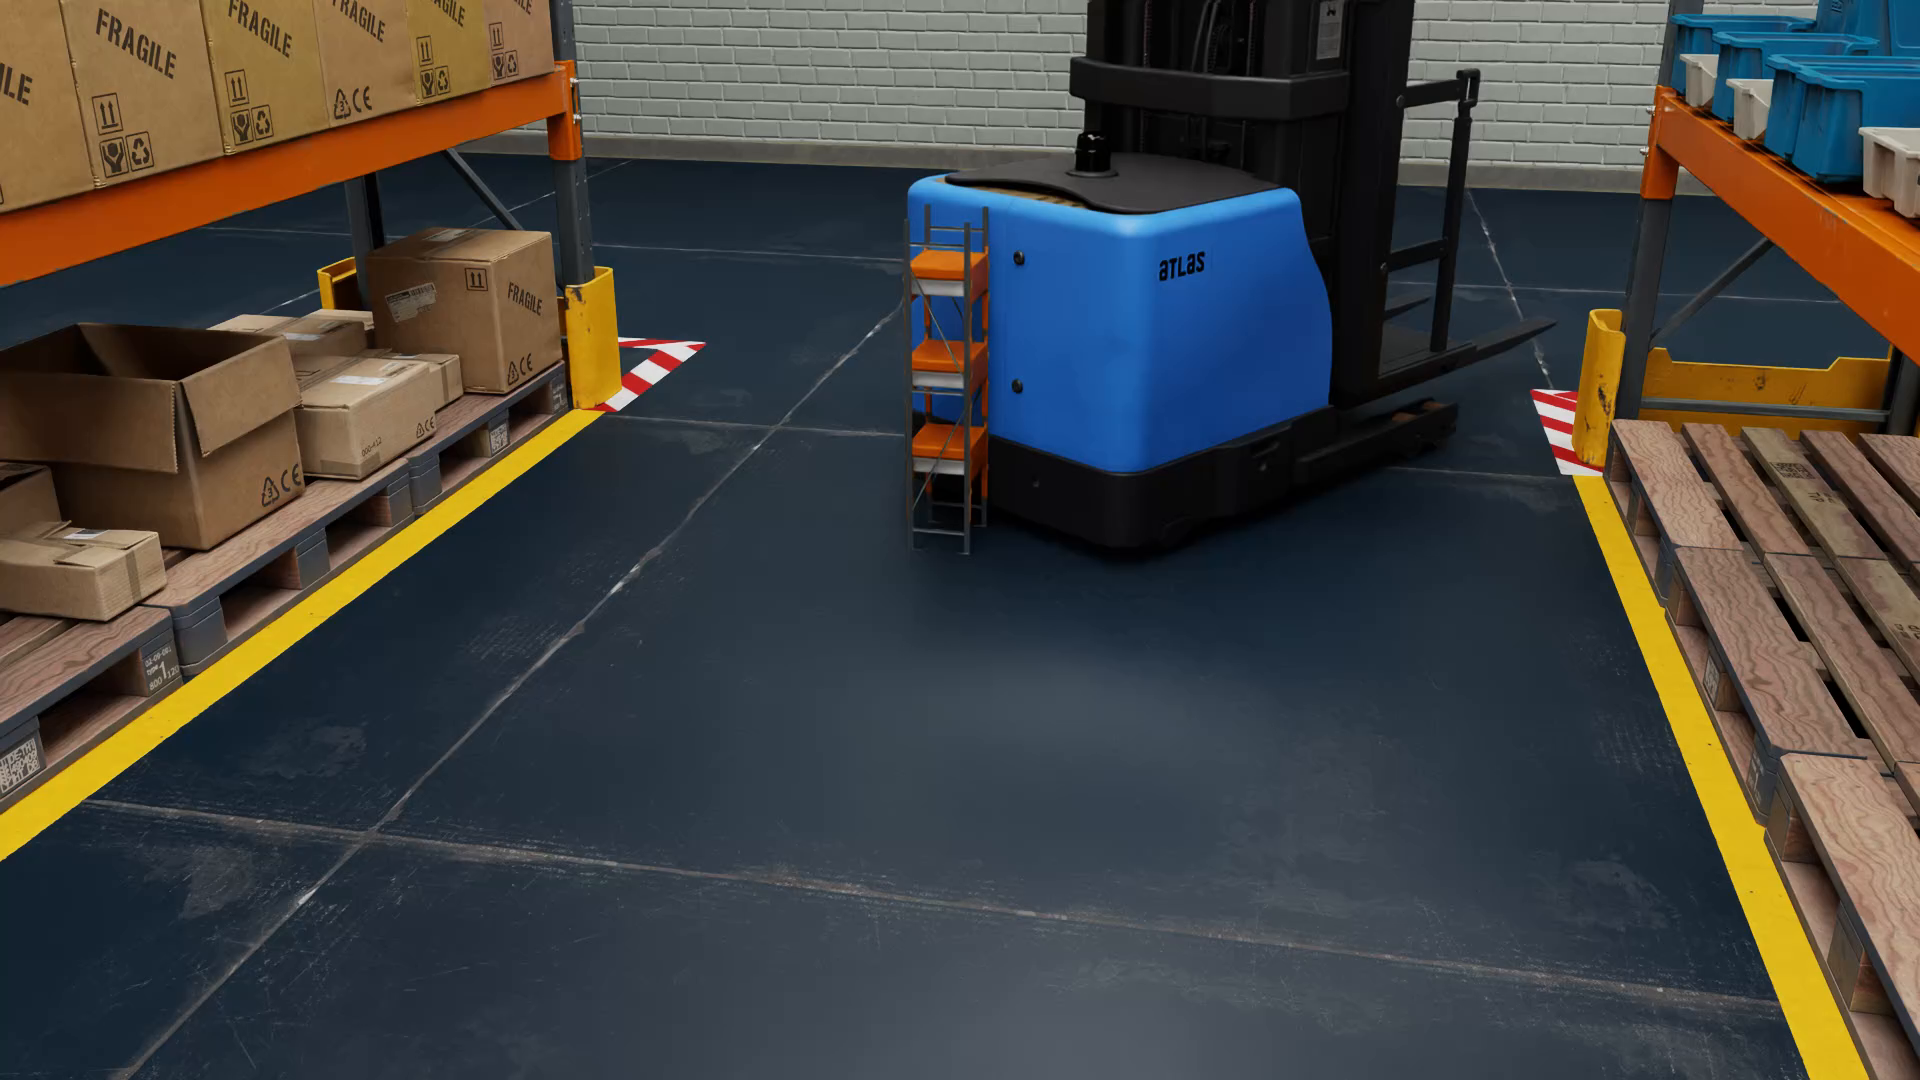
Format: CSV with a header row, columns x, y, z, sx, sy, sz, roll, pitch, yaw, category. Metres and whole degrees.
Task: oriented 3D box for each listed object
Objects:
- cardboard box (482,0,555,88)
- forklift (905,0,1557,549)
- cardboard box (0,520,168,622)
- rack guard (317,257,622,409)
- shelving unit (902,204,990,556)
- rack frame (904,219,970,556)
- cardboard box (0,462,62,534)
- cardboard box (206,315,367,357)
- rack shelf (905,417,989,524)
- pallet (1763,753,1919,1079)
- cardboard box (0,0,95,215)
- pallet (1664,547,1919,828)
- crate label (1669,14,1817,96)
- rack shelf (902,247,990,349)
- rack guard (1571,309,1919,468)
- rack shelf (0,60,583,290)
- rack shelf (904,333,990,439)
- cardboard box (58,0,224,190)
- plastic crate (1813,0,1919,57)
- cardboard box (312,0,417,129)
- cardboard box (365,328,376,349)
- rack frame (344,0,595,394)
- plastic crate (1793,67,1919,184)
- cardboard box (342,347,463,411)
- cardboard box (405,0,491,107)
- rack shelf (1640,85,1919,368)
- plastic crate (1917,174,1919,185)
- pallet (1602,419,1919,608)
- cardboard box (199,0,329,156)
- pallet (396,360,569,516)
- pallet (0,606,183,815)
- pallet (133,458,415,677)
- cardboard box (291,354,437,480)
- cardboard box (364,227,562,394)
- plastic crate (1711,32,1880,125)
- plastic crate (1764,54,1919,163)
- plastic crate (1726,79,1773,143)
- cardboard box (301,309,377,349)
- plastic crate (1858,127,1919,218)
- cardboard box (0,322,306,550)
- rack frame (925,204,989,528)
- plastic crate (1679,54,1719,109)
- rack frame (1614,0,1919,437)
x,y,z,sx,sy,sz,roll,pitch,yaw,category
-1.810,-1.908,5.941,0.500,0.500,0.500,5,23,13,cardboard box
1.224,-1.784,5.860,3.031,2.935,1.130,-20,29,-40,forklift
-2.337,0.073,4.360,0.380,0.166,0.250,4,22,11,cardboard box
-2.000,-0.858,6.816,1.175,0.500,0.348,4,22,11,rack guard
-0.039,-0.491,5.167,0.215,1.050,0.252,5,22,13,shelving unit
-0.067,-0.447,5.057,0.200,1.050,0.008,5,22,13,rack frame
-2.809,-0.044,4.458,0.500,0.311,0.500,4,22,11,cardboard box
-2.475,-0.614,5.955,0.500,0.250,0.500,4,22,11,cardboard box
-0.039,-0.223,5.275,0.215,0.259,0.240,5,22,13,rack shelf
2.159,0.818,3.041,1.003,0.211,1.213,4,22,11,pallet
-2.329,-0.982,3.644,0.500,0.500,0.500,5,22,12,cardboard box
2.406,0.370,4.152,1.003,0.211,1.213,4,22,11,pallet
2.491,-1.552,5.335,0.416,0.233,0.303,4,22,11,crate label
-0.039,-0.744,5.065,0.215,0.259,0.240,5,22,13,rack shelf
2.856,-0.517,5.968,1.175,0.500,0.348,4,22,11,rack guard
-2.393,-0.981,4.736,1.077,0.370,4.000,4,22,11,rack shelf
-0.039,-0.481,5.171,0.215,0.259,0.240,5,22,13,rack shelf
-2.225,-1.165,4.098,0.500,0.500,0.500,4,22,11,cardboard box
2.978,-1.574,5.120,0.616,0.435,0.499,4,22,11,plastic crate
-2.019,-1.536,5.017,0.500,0.500,0.500,5,22,11,cardboard box
-2.458,-0.717,6.323,0.380,0.166,0.250,4,22,11,cardboard box
-1.985,-2.046,6.418,1.000,3.000,0.127,4,22,11,rack frame
2.161,-0.960,3.867,0.416,0.233,0.300,4,22,11,plastic crate
-2.025,-0.577,5.974,0.380,0.166,0.250,4,22,11,cardboard box
-1.912,-1.718,5.469,0.500,0.500,0.500,5,22,11,cardboard box
2.455,-0.602,3.795,1.077,0.370,4.000,4,22,11,rack shelf
2.013,-0.534,2.952,0.437,0.125,0.590,4,22,11,plastic crate
2.657,-0.075,5.256,1.003,0.211,1.213,4,22,11,pallet
-2.122,-1.351,4.560,0.500,0.500,0.500,4,22,10,cardboard box
-2.162,-0.433,6.146,1.003,0.211,1.213,4,22,11,pallet
-2.660,0.460,3.930,1.003,0.211,1.213,4,22,11,pallet
-2.413,0.012,5.041,1.003,0.211,1.213,4,22,11,pallet
-2.078,-0.412,5.452,0.500,0.250,0.500,4,22,11,cardboard box
-1.855,-0.873,6.262,0.500,0.500,0.500,4,22,11,cardboard box
2.357,-1.311,4.737,0.416,0.233,0.300,4,22,11,plastic crate
2.222,-1.070,4.139,0.416,0.233,0.300,4,22,11,plastic crate
2.206,-1.148,4.461,0.250,0.136,0.298,4,22,11,plastic crate
-2.407,-0.800,6.553,0.380,0.149,0.250,4,22,11,cardboard box
2.108,-0.769,3.521,0.293,0.136,0.466,4,22,11,plastic crate
-2.423,-0.316,4.877,0.797,0.503,0.637,4,22,11,cardboard box
-0.010,-0.535,5.277,0.200,1.050,0.008,5,22,13,rack frame
2.344,-1.396,5.077,0.250,0.136,0.298,4,22,11,plastic crate
2.864,-1.667,5.477,1.000,3.000,0.127,4,22,11,rack frame
